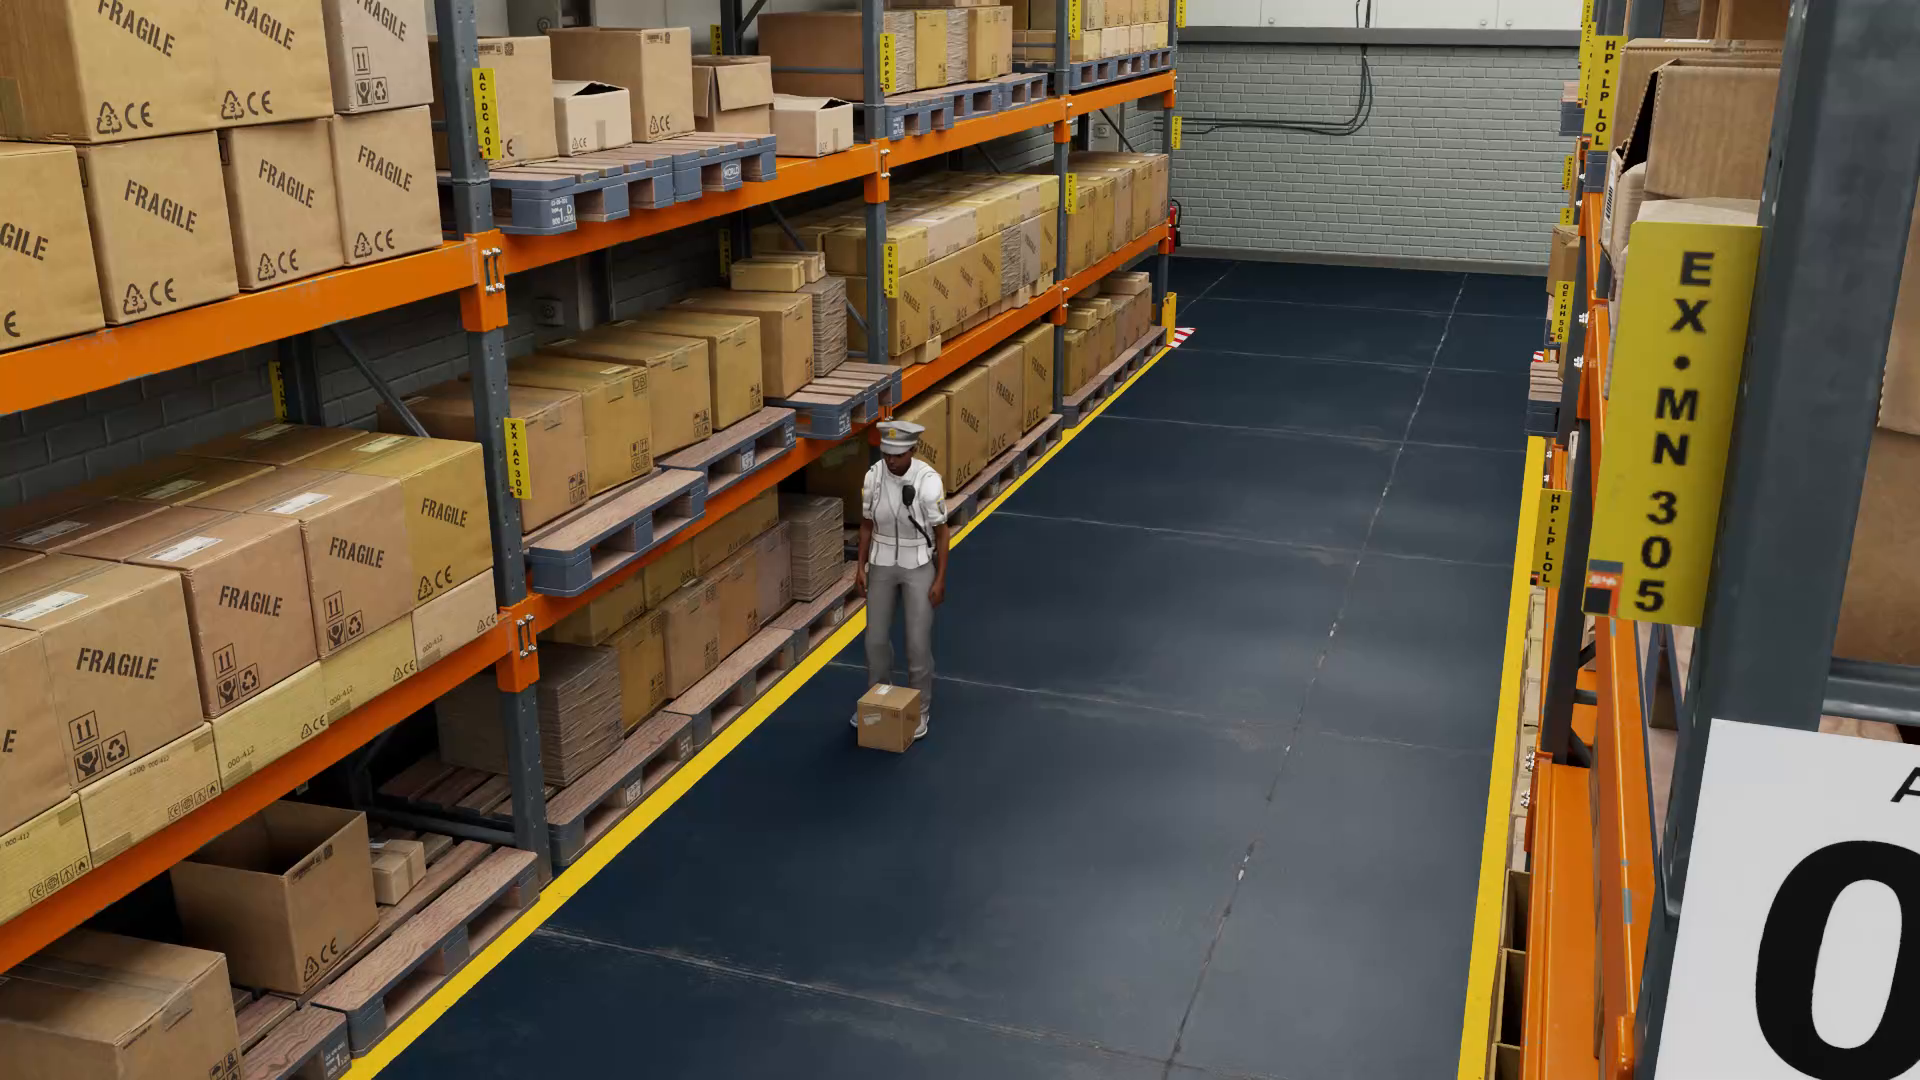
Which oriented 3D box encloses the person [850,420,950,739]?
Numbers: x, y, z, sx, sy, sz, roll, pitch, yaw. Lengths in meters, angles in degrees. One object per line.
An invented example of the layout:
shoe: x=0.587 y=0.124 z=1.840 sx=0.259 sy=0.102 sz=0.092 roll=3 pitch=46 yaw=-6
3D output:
person: x=-0.305 y=0.179 z=8.534 sx=0.506 sy=1.660 sz=0.415 roll=7 pitch=20 yaw=18
